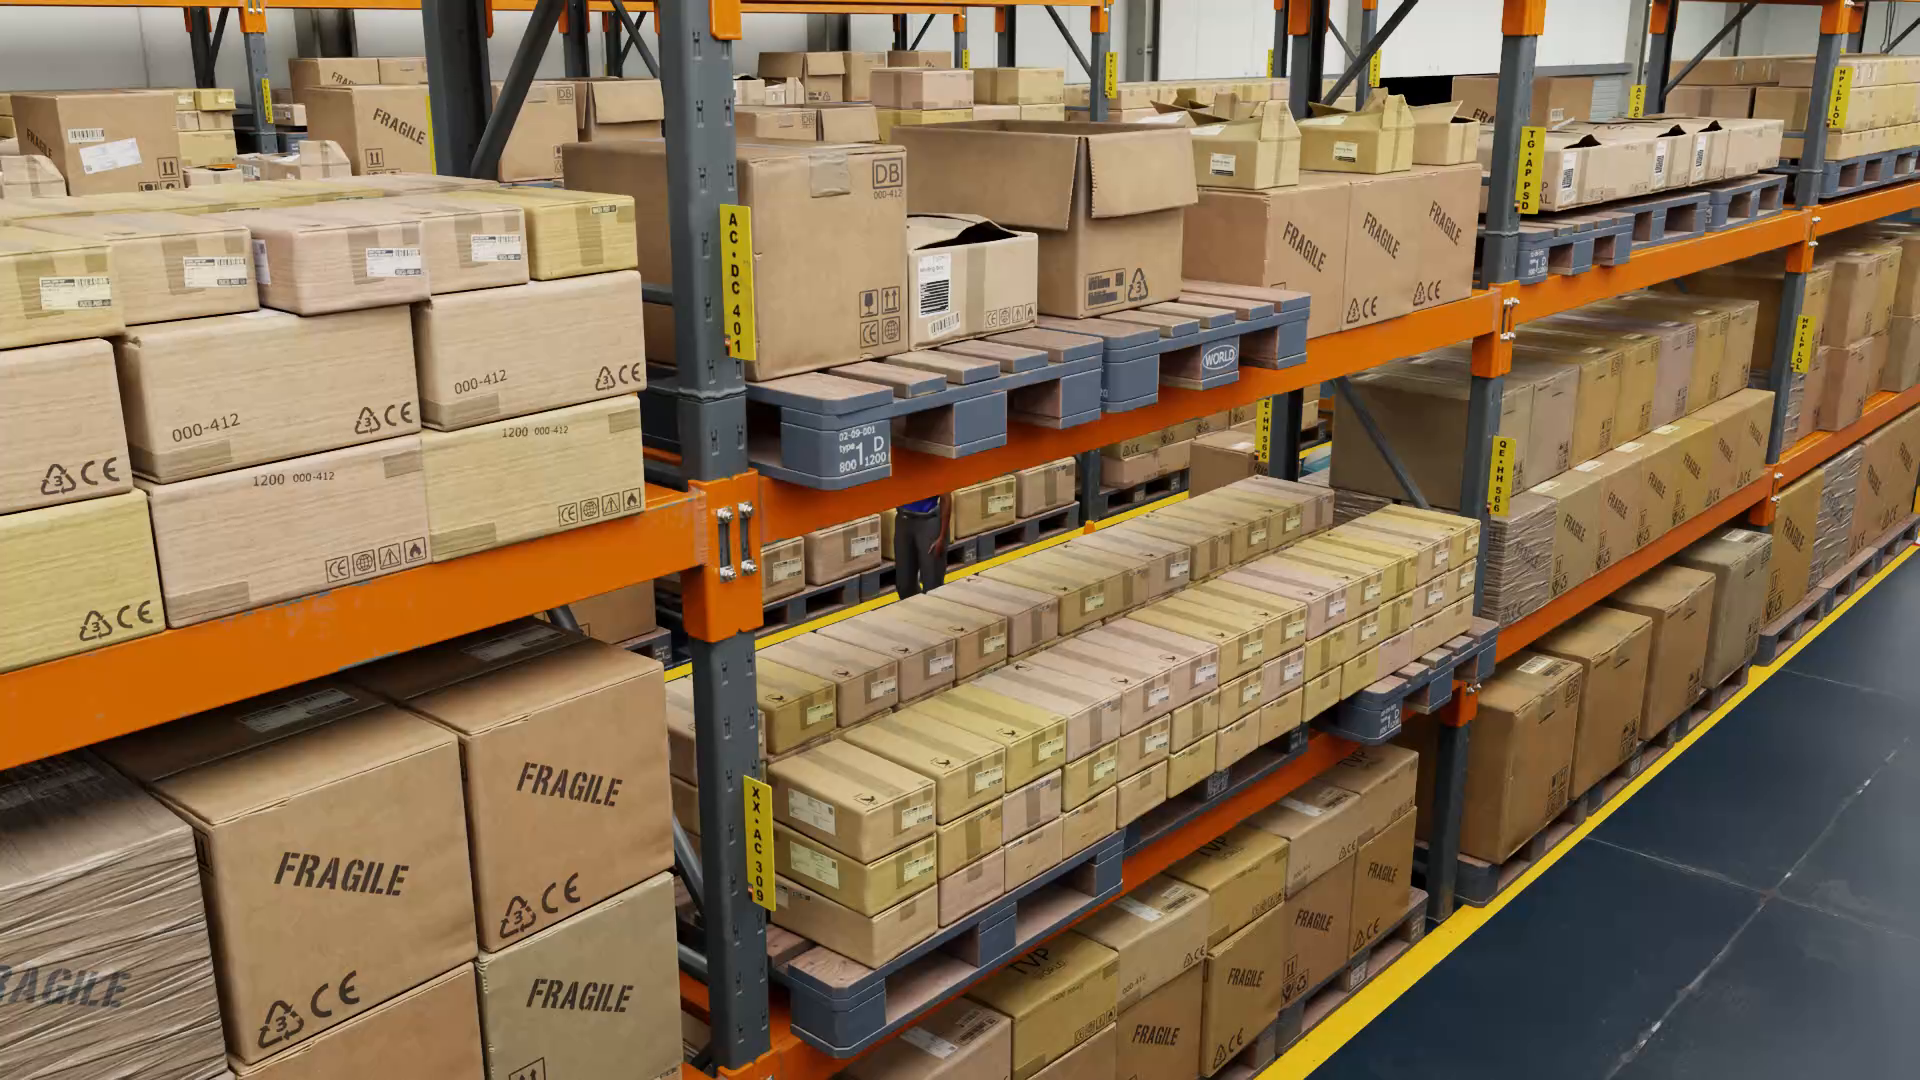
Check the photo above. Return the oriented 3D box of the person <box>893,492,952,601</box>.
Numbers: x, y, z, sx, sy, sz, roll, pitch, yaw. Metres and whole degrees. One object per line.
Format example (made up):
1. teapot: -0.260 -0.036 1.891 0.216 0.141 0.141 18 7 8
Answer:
1. person: -0.225 -0.053 10.234 0.437 1.656 0.299 15 23 41
